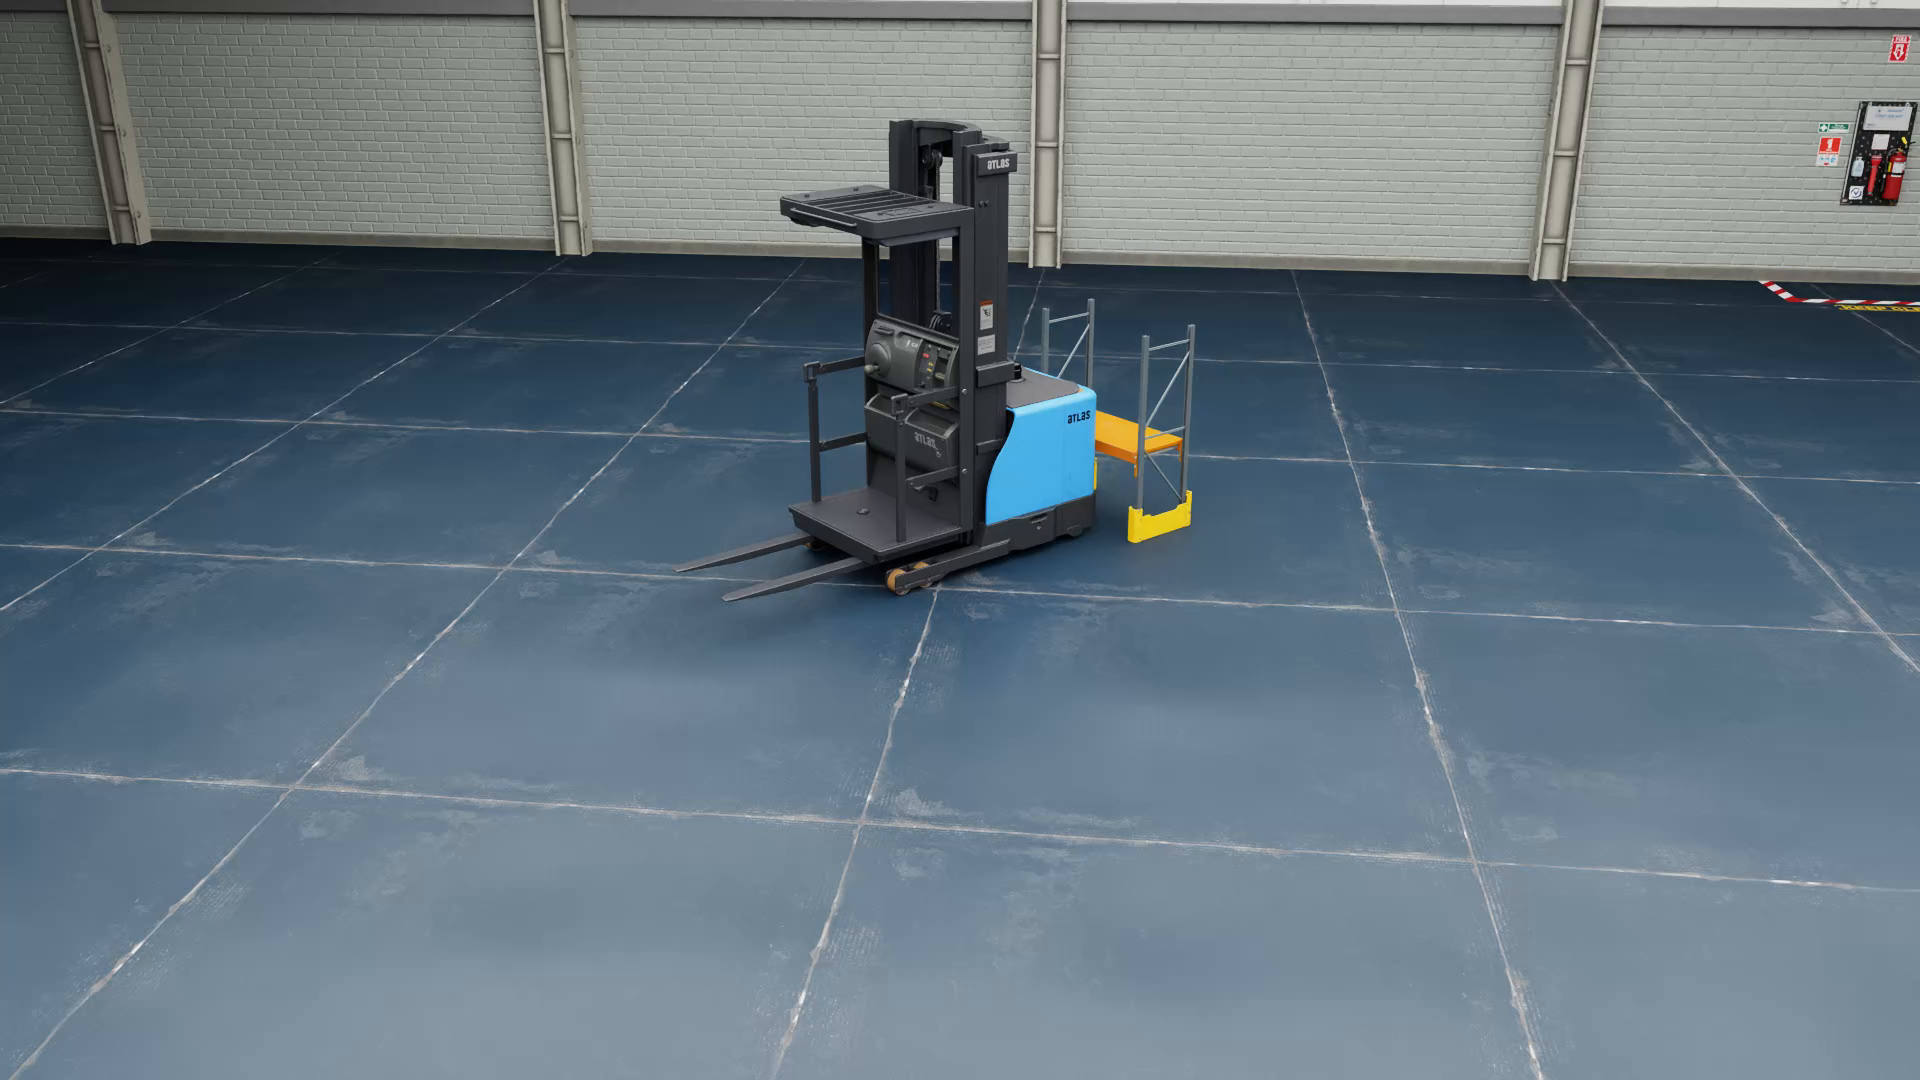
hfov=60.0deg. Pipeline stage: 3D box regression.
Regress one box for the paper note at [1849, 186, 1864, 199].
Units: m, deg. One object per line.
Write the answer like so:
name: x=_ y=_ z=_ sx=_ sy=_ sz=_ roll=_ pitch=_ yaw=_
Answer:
paper note: x=10.352 y=-4.011 z=19.204 sx=0.142 sy=0.148 sz=0.016 roll=2 pitch=22 yaw=6

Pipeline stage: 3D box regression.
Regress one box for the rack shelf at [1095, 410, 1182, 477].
rack shelf: x=1.125 y=-0.731 z=12.238 sx=0.538 sy=0.185 sz=1.000 roll=-17 pitch=27 yaw=-36

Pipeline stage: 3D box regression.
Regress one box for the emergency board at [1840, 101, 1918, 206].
emergency board: x=10.520 y=-4.388 z=18.959 sx=0.643 sy=1.169 sz=0.194 roll=2 pitch=22 yaw=6

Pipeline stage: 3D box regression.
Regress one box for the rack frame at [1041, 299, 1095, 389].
rack frame: x=0.802 y=-1.042 z=12.536 sx=0.500 sy=1.500 sz=0.032 roll=-17 pitch=27 yaw=-36

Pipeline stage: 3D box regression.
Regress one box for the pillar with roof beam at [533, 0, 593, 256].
pillar with roof beam: x=-5.412 y=-6.264 z=15.545 sx=0.400 sy=9.000 sz=9.100 roll=2 pitch=22 yaw=6

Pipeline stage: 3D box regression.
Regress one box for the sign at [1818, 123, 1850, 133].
sign: x=9.986 y=-4.709 z=19.002 sx=0.331 sy=0.109 sz=0.001 roll=2 pitch=22 yaw=6

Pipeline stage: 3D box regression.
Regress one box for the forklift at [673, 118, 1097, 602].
forklift: x=-0.490 y=-1.219 z=11.036 sx=3.031 sy=2.935 sz=1.130 roll=-16 pitch=27 yaw=-36

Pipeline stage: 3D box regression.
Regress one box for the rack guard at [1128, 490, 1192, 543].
rack guard: x=1.448 y=-0.173 z=12.038 sx=0.587 sy=0.250 sz=0.087 roll=-17 pitch=27 yaw=-36

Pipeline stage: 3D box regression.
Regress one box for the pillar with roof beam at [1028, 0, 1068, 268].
pillar with roof beam: x=0.546 y=-6.004 z=14.888 sx=0.400 sy=9.000 sz=9.100 roll=2 pitch=22 yaw=6

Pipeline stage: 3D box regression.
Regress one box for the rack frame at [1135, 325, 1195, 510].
rack frame: x=1.449 y=-0.754 z=11.807 sx=0.500 sy=1.500 sz=0.032 roll=-17 pitch=27 yaw=-36

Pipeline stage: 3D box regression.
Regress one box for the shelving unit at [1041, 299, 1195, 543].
shelving unit: x=1.131 y=-0.896 z=12.165 sx=0.587 sy=1.500 sz=1.083 roll=-17 pitch=27 yaw=-36

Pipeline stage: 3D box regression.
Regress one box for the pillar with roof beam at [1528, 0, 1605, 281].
pillar with roof beam: x=6.504 y=-5.745 z=14.231 sx=0.400 sy=9.000 sz=9.100 roll=2 pitch=22 yaw=6

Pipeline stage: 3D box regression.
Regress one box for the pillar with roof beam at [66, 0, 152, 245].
pillar with roof beam: x=-11.370 y=-6.524 z=16.201 sx=0.400 sy=9.000 sz=9.100 roll=2 pitch=22 yaw=6

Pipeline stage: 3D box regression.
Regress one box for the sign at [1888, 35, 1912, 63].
sign: x=10.524 y=-5.503 z=18.626 sx=0.199 sy=0.298 sz=0.001 roll=2 pitch=22 yaw=6

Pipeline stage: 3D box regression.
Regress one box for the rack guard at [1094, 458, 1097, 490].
rack guard: x=0.814 y=-0.456 z=12.752 sx=0.587 sy=0.250 sz=0.087 roll=-17 pitch=27 yaw=-36

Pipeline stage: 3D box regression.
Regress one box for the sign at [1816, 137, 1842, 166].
sign: x=9.983 y=-4.466 z=19.108 sx=0.234 sy=0.329 sz=0.001 roll=2 pitch=22 yaw=6
